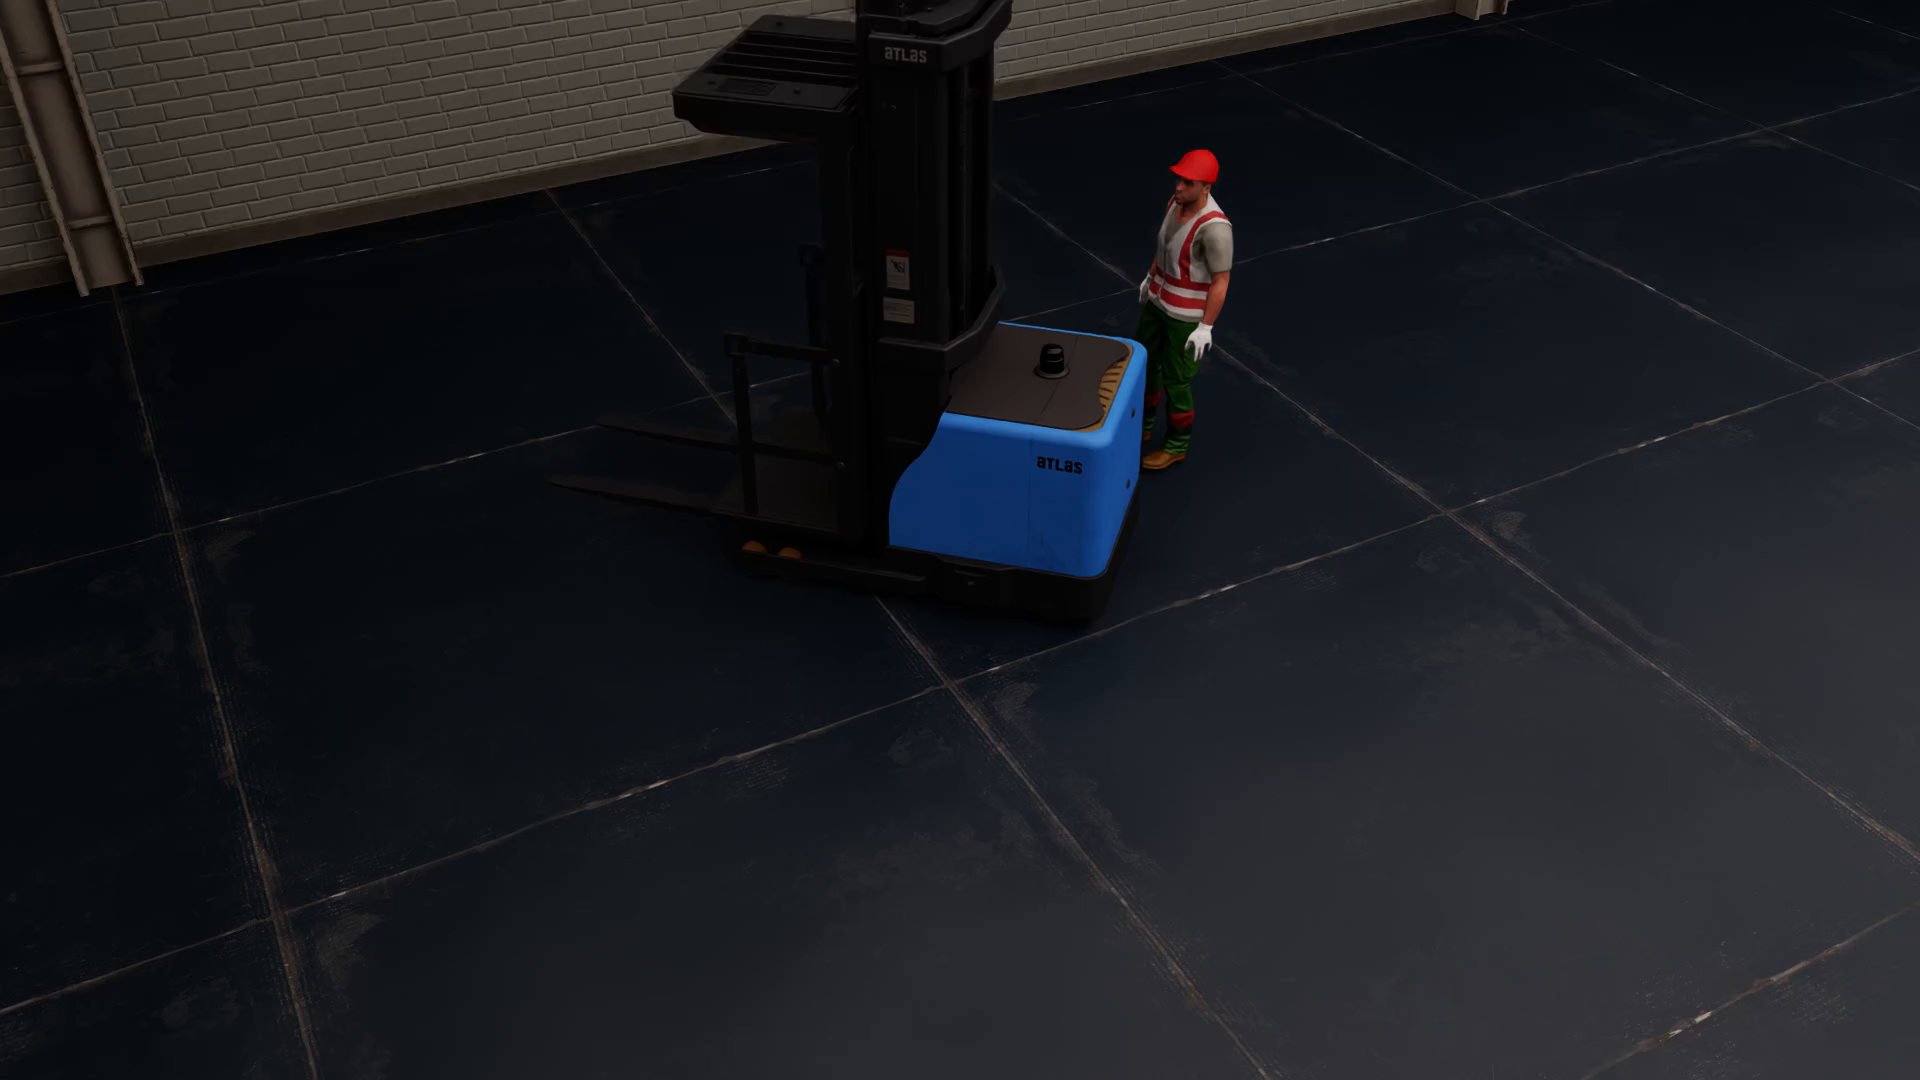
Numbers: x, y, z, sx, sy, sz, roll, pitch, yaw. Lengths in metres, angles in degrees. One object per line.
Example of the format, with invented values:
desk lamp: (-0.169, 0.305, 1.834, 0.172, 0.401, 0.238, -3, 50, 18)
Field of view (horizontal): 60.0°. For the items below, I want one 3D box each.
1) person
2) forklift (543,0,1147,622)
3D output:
person: (1.117, -1.215, 8.832, 0.491, 1.793, 0.677, -15, 38, -21)
forklift: (-0.640, -1.273, 7.924, 3.031, 2.935, 1.130, 9, 36, 13)
